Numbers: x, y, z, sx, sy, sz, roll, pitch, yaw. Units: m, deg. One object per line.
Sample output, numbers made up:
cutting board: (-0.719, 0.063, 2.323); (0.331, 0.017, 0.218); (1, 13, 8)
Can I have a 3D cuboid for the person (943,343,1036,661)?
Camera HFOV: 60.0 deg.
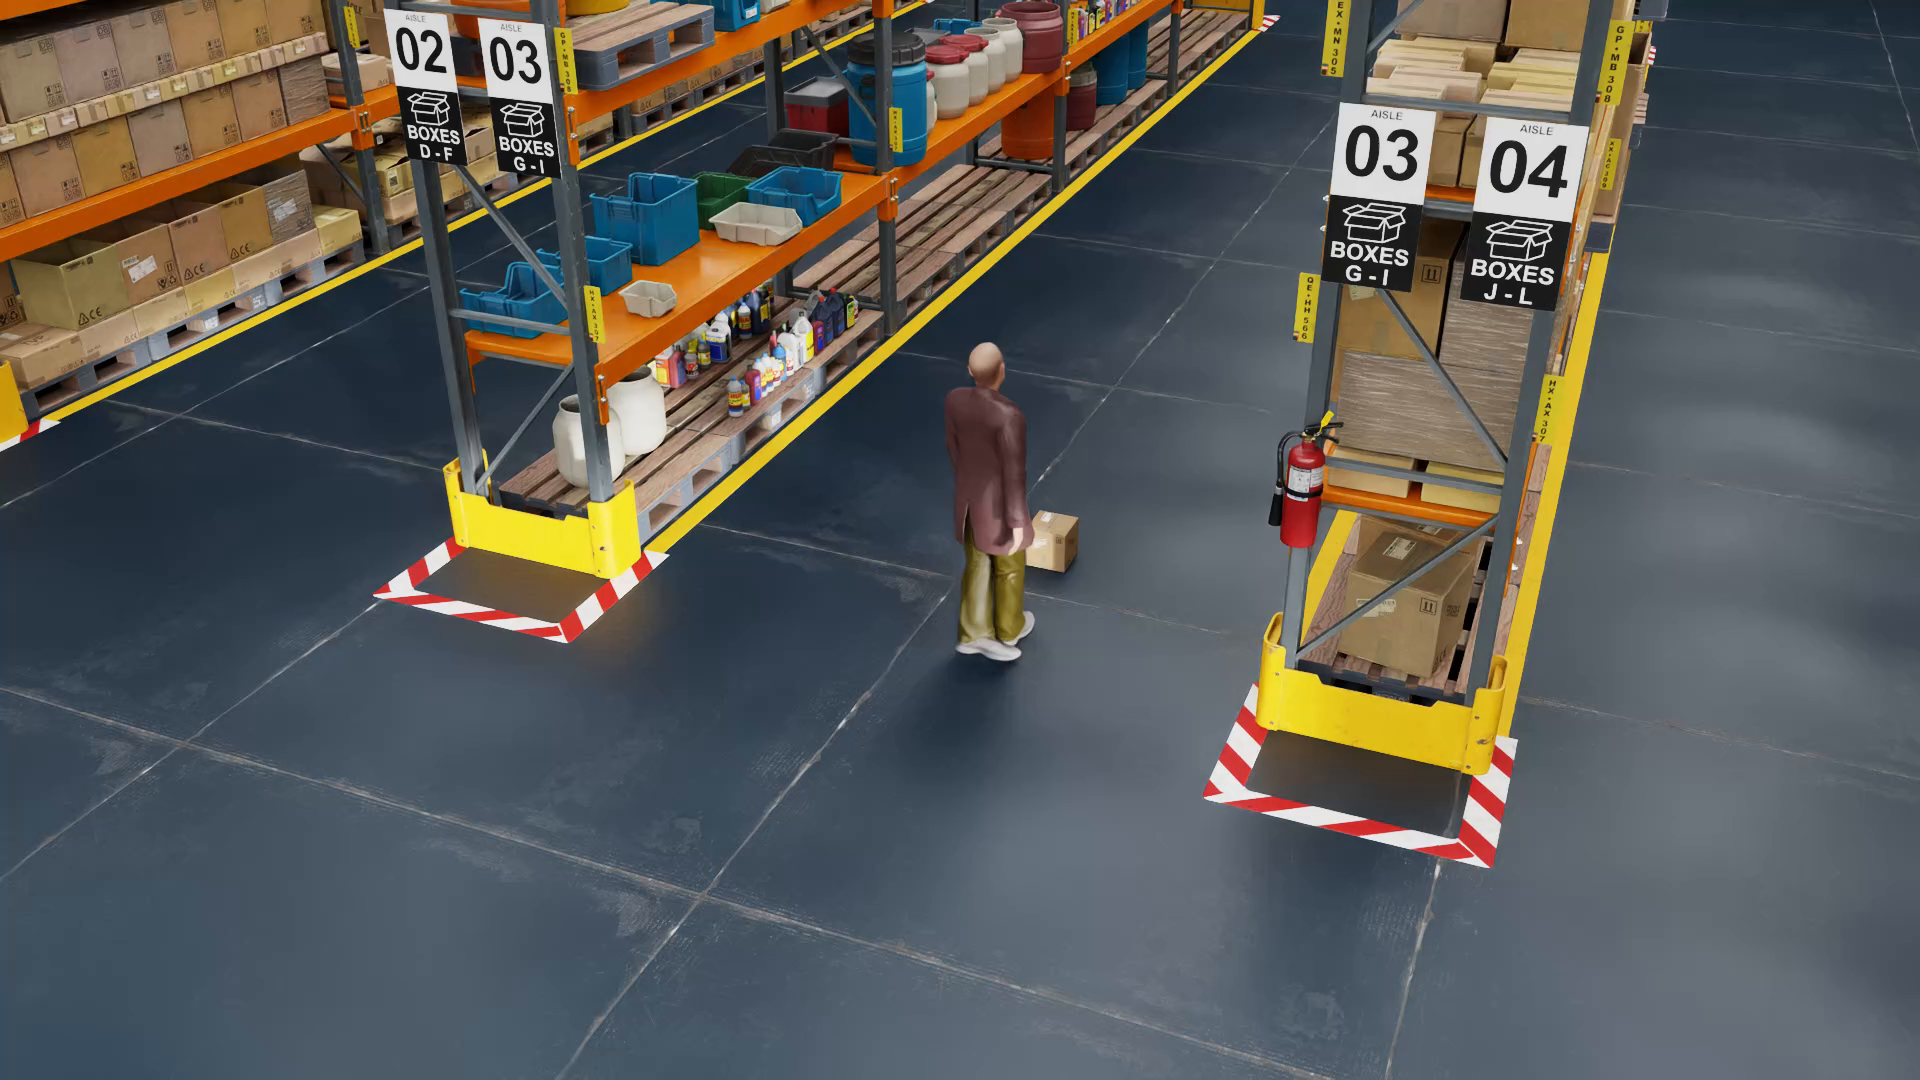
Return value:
person: (0.227, -0.208, 8.788); (0.550, 1.777, 0.629); (-22, 36, -34)
